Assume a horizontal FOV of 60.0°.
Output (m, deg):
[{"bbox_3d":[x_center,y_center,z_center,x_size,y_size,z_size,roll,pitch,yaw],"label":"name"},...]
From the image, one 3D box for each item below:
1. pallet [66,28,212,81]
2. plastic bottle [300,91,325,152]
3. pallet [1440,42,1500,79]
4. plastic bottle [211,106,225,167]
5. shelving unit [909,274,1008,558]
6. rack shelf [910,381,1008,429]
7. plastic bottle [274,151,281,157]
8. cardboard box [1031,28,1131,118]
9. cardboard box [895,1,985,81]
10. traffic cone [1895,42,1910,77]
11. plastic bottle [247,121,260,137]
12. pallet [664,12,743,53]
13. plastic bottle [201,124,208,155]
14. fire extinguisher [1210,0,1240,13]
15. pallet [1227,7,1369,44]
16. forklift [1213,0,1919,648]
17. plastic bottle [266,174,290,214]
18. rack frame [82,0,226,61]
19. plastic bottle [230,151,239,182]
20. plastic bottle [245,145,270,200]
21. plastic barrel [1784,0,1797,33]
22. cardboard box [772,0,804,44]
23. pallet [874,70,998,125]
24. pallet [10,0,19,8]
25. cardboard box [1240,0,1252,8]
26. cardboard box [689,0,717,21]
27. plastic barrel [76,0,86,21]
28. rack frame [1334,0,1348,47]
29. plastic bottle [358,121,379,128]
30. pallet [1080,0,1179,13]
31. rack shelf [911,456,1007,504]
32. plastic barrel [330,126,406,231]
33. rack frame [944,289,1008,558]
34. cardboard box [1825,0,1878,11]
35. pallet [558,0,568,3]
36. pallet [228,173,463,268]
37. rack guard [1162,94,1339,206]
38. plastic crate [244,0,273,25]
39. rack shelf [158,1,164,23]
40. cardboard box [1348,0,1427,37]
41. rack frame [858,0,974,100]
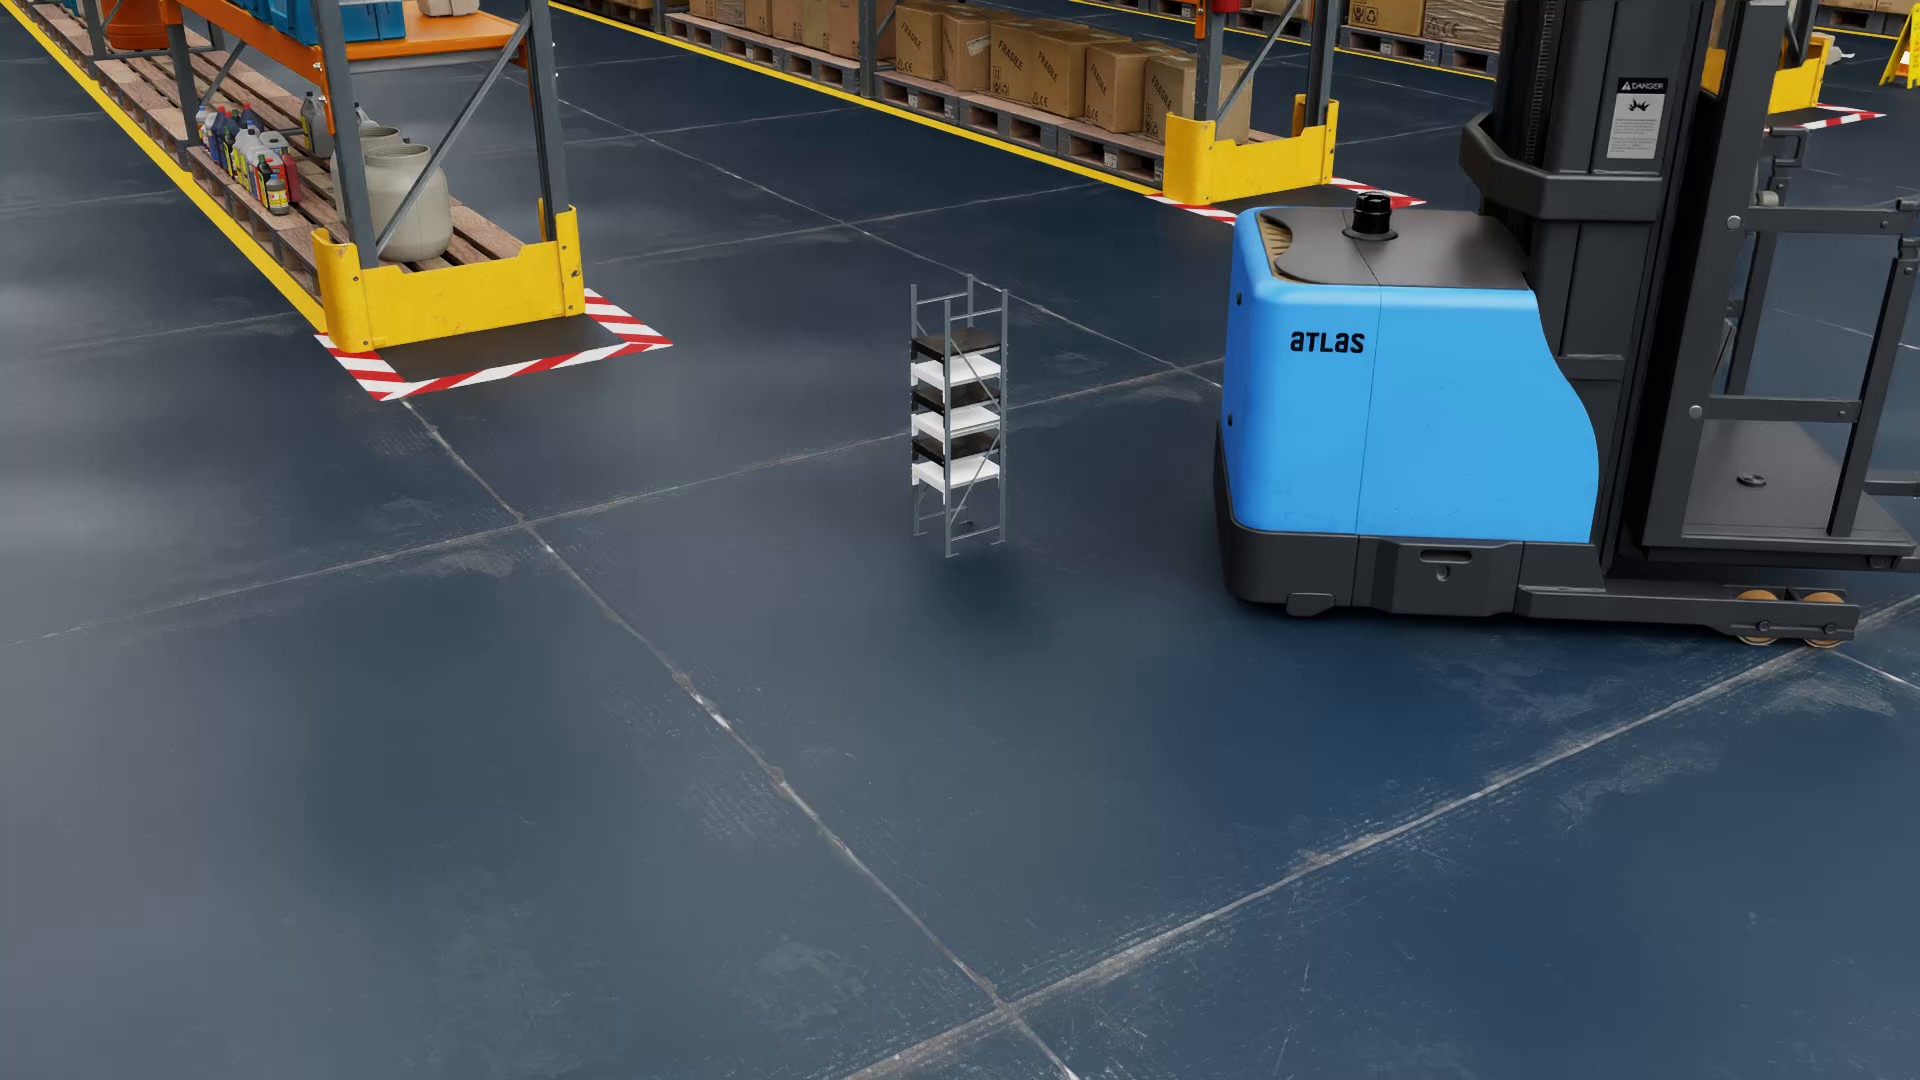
[{"bbox_3d":[-7.137,-4.248,14.500,1.003,0.211,1.213,-16,29,-30],"label":"pallet"},{"bbox_3d":[-4.016,-2.610,10.352,0.144,0.351,0.185,-16,29,-30],"label":"plastic bottle"},{"bbox_3d":[4.892,-4.092,14.170,1.003,0.211,1.213,-16,29,-30],"label":"pallet"},{"bbox_3d":[-4.395,-2.421,9.953,0.144,0.351,0.185,-15,29,-28],"label":"plastic bottle"},{"bbox_3d":[-0.004,-0.410,5.564,0.258,0.900,0.210,-16,29,-30],"label":"shelving unit"},{"bbox_3d":[-0.004,-0.461,5.540,0.258,0.077,0.200,-16,29,-30],"label":"rack shelf"},{"bbox_3d":[-3.881,-2.111,9.471,0.097,0.201,0.097,0,25,0],"label":"plastic bottle"},{"bbox_3d":[0.838,-3.250,11.557,0.500,0.500,0.500,-13,28,-25],"label":"cardboard box"},{"bbox_3d":[-0.153,-3.867,12.864,0.500,0.500,0.500,-17,30,-31],"label":"cardboard box"},{"bbox_3d":[8.088,-4.164,14.029,0.336,0.463,0.334,-16,29,-30],"label":"traffic cone"},{"bbox_3d":[-4.215,-2.362,9.919,0.097,0.271,0.097,0,25,0],"label":"plastic bottle"},{"bbox_3d":[-2.096,-4.850,15.776,1.003,0.211,1.213,-16,29,-30],"label":"pallet"},{"bbox_3d":[-4.626,-2.487,10.266,0.097,0.201,0.097,0,25,0],"label":"plastic bottle"},{"bbox_3d":[1.522,-3.346,9.414,0.296,0.674,0.183,-16,29,-30],"label":"fire extinguisher"},{"bbox_3d":[3.388,-5.077,16.257,1.003,0.211,1.213,-16,29,-30],"label":"pallet"},{"bbox_3d":[2.388,-1.234,4.932,3.031,2.935,1.130,2,25,5],"label":"forklift"},{"bbox_3d":[-3.674,-1.863,8.945,0.097,0.201,0.097,0,25,0],"label":"plastic bottle"},{"bbox_3d":[-6.672,-5.236,13.328,1.000,3.000,0.127,-16,29,-30],"label":"rack frame"},{"bbox_3d":[-4.157,-2.179,9.616,0.097,0.201,0.097,0,25,0],"label":"plastic bottle"},{"bbox_3d":[-3.865,-2.043,9.239,0.152,0.276,0.135,-16,30,-31],"label":"plastic bottle"},{"bbox_3d":[7.752,-5.060,15.972,0.512,0.421,0.421,3,25,6],"label":"plastic barrel"},{"bbox_3d":[-1.206,-4.628,14.453,0.700,0.500,0.500,-18,31,-34],"label":"cardboard box"},{"bbox_3d":[0.058,-3.467,12.847,1.003,0.211,1.213,-16,29,-30],"label":"pallet"},{"bbox_3d":[-9.959,-6.097,18.417,1.003,0.211,1.213,-16,29,-30],"label":"pallet"},{"bbox_3d":[2.935,-5.799,16.664,1.050,0.750,0.750,-16,29,-30],"label":"cardboard box"},{"bbox_3d":[-2.139,-5.224,15.715,0.700,0.500,0.500,-17,30,-32],"label":"cardboard box"},{"bbox_3d":[-7.953,-5.057,15.371,0.421,0.512,0.421,0,25,0],"label":"plastic barrel"},{"bbox_3d":[3.873,-6.080,15.115,1.000,3.000,0.127,-16,29,-30],"label":"rack frame"},{"bbox_3d":[-3.529,-2.366,9.924,0.152,0.276,0.135,-15,29,-29],"label":"plastic bottle"},{"bbox_3d":[2.056,-5.950,18.106,1.003,0.211,1.213,-16,29,-30],"label":"pallet"},{"bbox_3d":[-0.004,-0.217,5.655,0.258,0.077,0.200,-16,29,-30],"label":"rack shelf"},{"bbox_3d":[-3.001,-1.837,8.549,0.421,0.512,0.421,0,25,0],"label":"plastic barrel"},{"bbox_3d":[0.051,-0.373,5.487,0.240,0.900,0.006,-16,29,-30],"label":"rack frame"},{"bbox_3d":[8.915,-5.384,16.371,0.500,0.250,0.500,-17,30,-31],"label":"cardboard box"},{"bbox_3d":[-4.221,-6.302,18.852,1.003,0.211,1.213,-16,29,-30],"label":"pallet"},{"bbox_3d":[-3.486,-1.858,9.438,1.003,0.211,1.213,-16,29,-30],"label":"pallet"},{"bbox_3d":[1.804,-2.426,10.303,1.175,0.500,0.348,-16,29,-30],"label":"rack guard"},{"bbox_3d":[-3.178,-2.650,8.025,0.499,0.251,0.408,-16,29,-30],"label":"plastic crate"},{"bbox_3d":[-5.580,-4.196,11.967,1.077,0.370,4.000,-16,29,-30],"label":"rack shelf"},{"bbox_3d":[4.157,-5.067,14.967,0.875,0.875,0.875,-15,29,-29],"label":"cardboard box"},{"bbox_3d":[-0.338,-4.960,12.743,1.000,3.000,0.127,-16,29,-30],"label":"rack frame"}]
